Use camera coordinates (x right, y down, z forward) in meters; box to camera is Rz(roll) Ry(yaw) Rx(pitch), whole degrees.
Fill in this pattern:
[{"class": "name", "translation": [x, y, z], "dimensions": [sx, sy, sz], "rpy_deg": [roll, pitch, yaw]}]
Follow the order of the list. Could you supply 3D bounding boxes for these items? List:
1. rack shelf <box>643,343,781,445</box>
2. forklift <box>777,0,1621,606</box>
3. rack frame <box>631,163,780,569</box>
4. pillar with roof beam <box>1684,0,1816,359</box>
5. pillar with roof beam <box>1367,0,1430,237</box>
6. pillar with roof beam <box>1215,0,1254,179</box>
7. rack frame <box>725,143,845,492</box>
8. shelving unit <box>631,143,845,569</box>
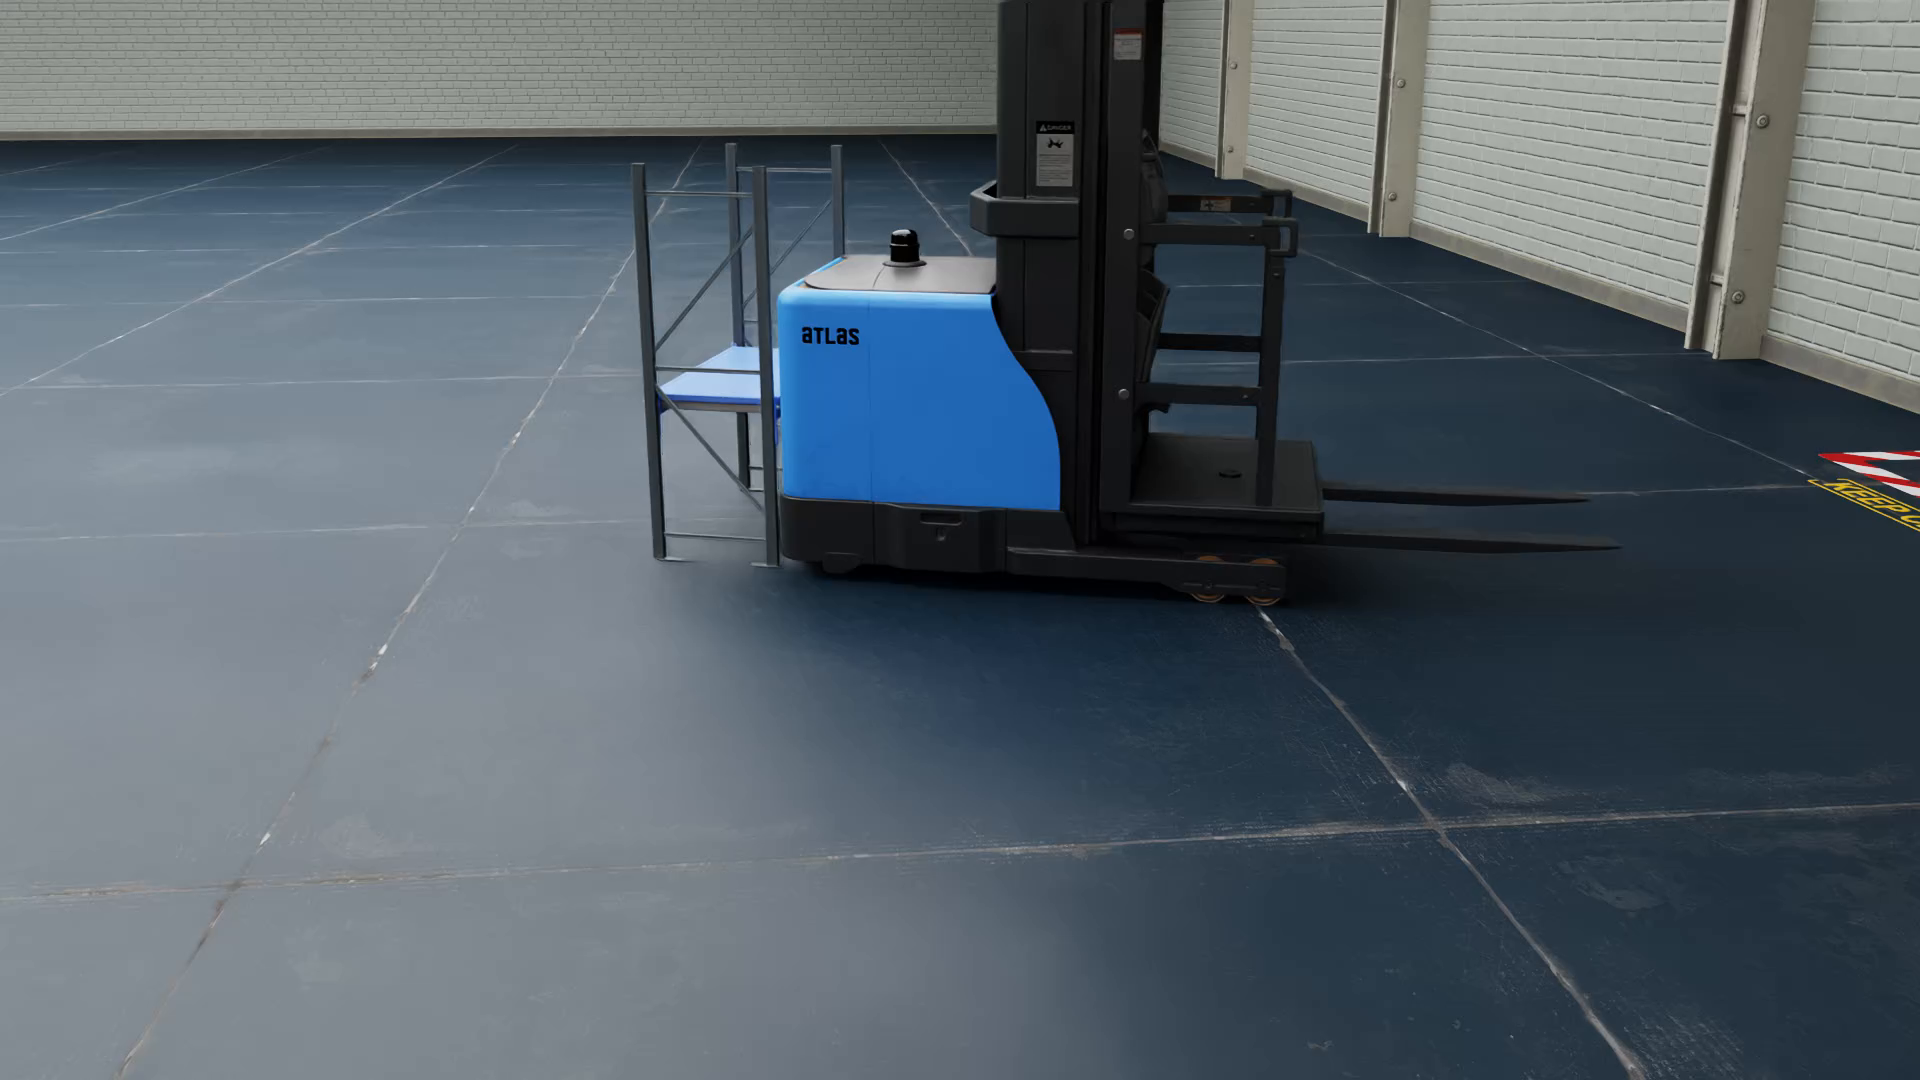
[{"class": "rack shelf", "translation": [-0.833, -0.603, 6.694], "dimensions": [0.538, 0.185, 1.000], "rpy_deg": [4, 18, 11]}, {"class": "forklift", "translation": [0.891, -1.336, 6.038], "dimensions": [3.031, 2.935, 1.130], "rpy_deg": [3, 18, 9]}, {"class": "rack frame", "translation": [-0.936, -0.626, 6.166], "dimensions": [0.500, 1.500, 0.032], "rpy_deg": [4, 18, 11]}, {"class": "pillar with roof beam", "translation": [0.497, -5.333, 8.641], "dimensions": [9.100, 9.000, 0.400], "rpy_deg": [-2, 18, -6]}, {"class": "pillar with roof beam", "translation": [-0.122, -7.121, 14.335], "dimensions": [9.100, 9.000, 0.400], "rpy_deg": [-2, 18, -6]}, {"class": "pillar with roof beam", "translation": [-0.741, -8.908, 20.029], "dimensions": [9.100, 9.000, 0.400], "rpy_deg": [-2, 18, -6]}, {"class": "rack frame", "translation": [-0.730, -0.924, 7.115], "dimensions": [0.500, 1.500, 0.032], "rpy_deg": [4, 18, 11]}, {"class": "shelving unit", "translation": [-0.833, -0.775, 6.640], "dimensions": [0.538, 1.500, 1.048], "rpy_deg": [4, 18, 11]}]
